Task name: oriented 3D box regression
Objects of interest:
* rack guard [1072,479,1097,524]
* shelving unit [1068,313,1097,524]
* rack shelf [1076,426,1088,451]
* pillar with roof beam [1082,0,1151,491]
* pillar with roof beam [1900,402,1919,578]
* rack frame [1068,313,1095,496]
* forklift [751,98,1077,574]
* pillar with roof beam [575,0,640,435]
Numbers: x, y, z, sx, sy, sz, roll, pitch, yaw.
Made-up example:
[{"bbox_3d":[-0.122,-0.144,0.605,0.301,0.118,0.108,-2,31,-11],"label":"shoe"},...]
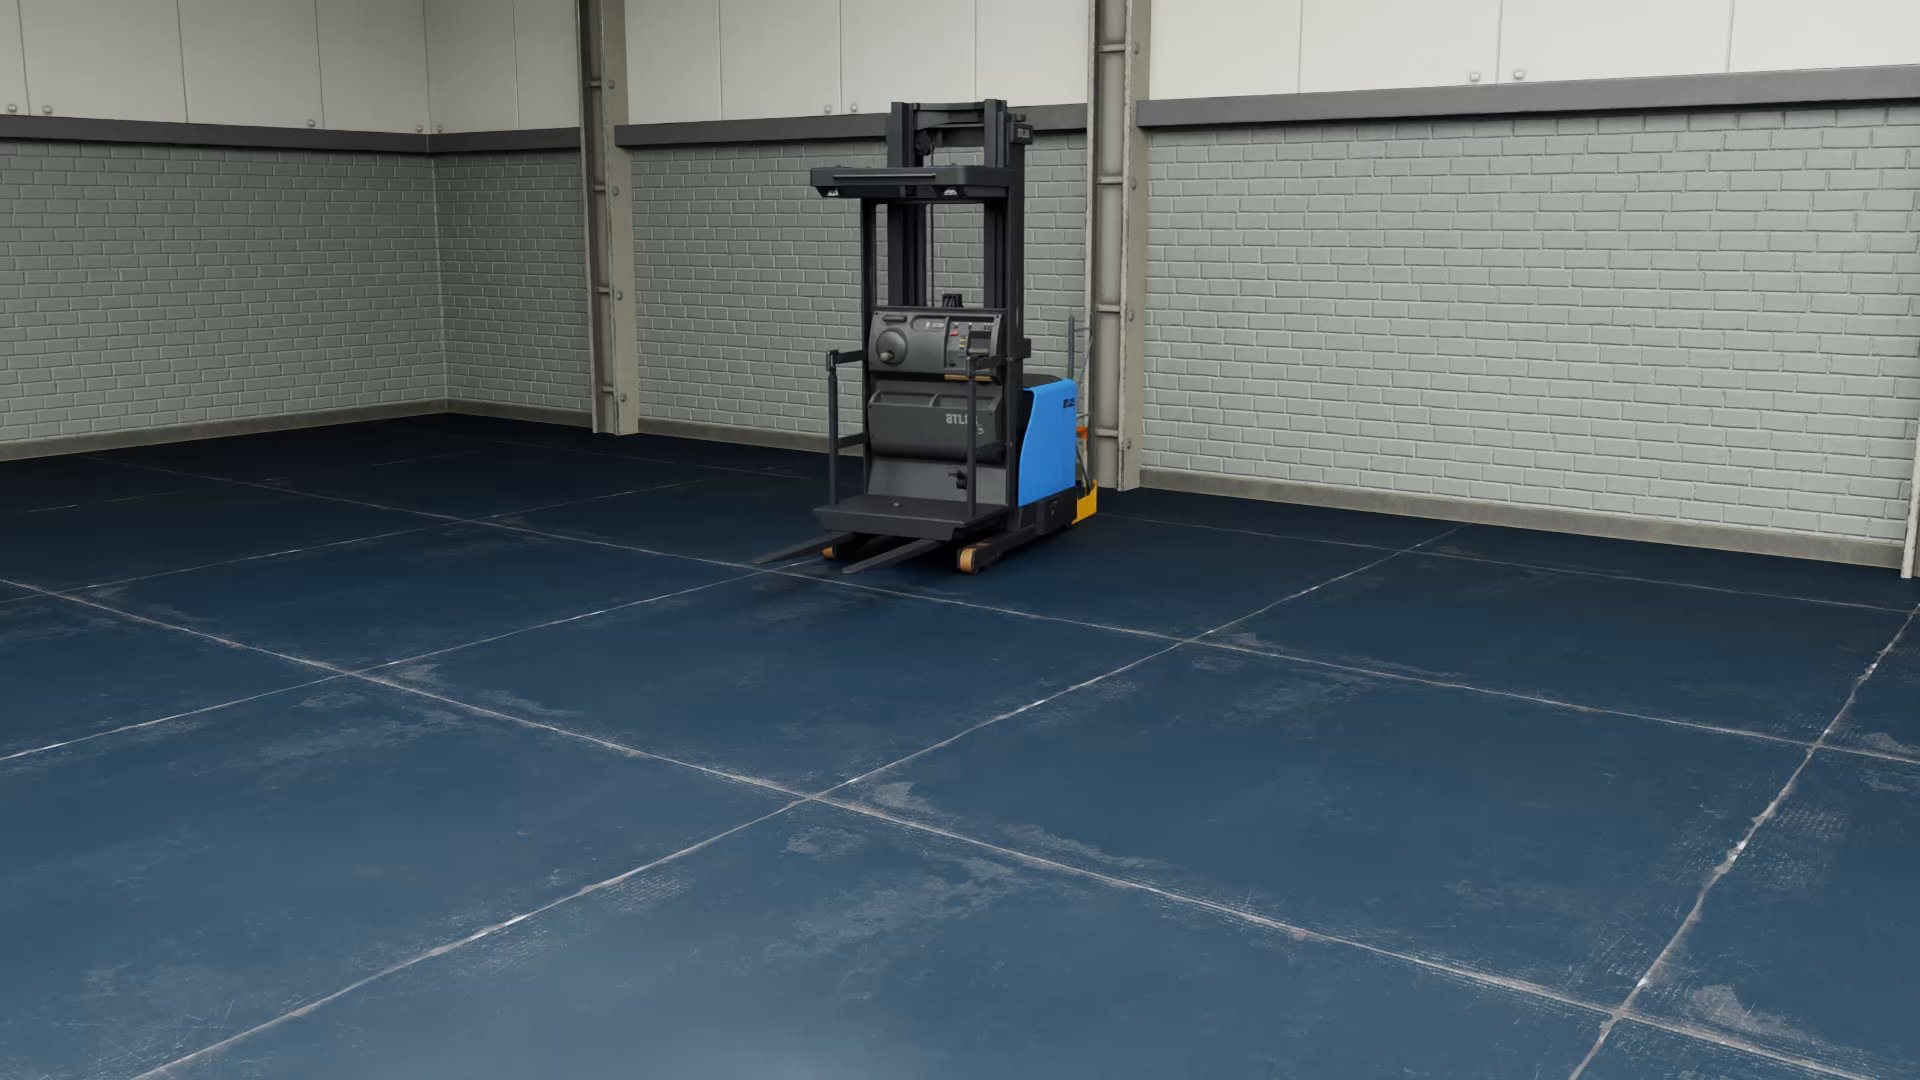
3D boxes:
[{"bbox_3d":[0.887,-0.287,12.352,0.087,0.250,0.587,5,12,23],"label":"rack guard"},{"bbox_3d":[0.431,-0.939,12.431,1.083,1.500,0.587,5,12,23],"label":"shelving unit"},{"bbox_3d":[0.423,-0.763,12.469,1.000,0.185,0.538,5,12,23],"label":"rack shelf"},{"bbox_3d":[-1.288,-4.204,9.567,0.400,9.000,9.100,8,13,36],"label":"pillar with roof beam"},{"bbox_3d":[3.548,-3.529,6.080,0.400,9.000,9.100,8,13,36],"label":"pillar with roof beam"},{"bbox_3d":[0.888,-0.900,12.234,0.032,1.500,0.500,5,12,23],"label":"rack frame"},{"bbox_3d":[-0.257,-1.321,10.642,1.130,2.935,3.031,5,12,25],"label":"forklift"},{"bbox_3d":[-6.124,-4.878,13.054,0.400,9.000,9.100,8,13,36],"label":"pillar with roof beam"}]
